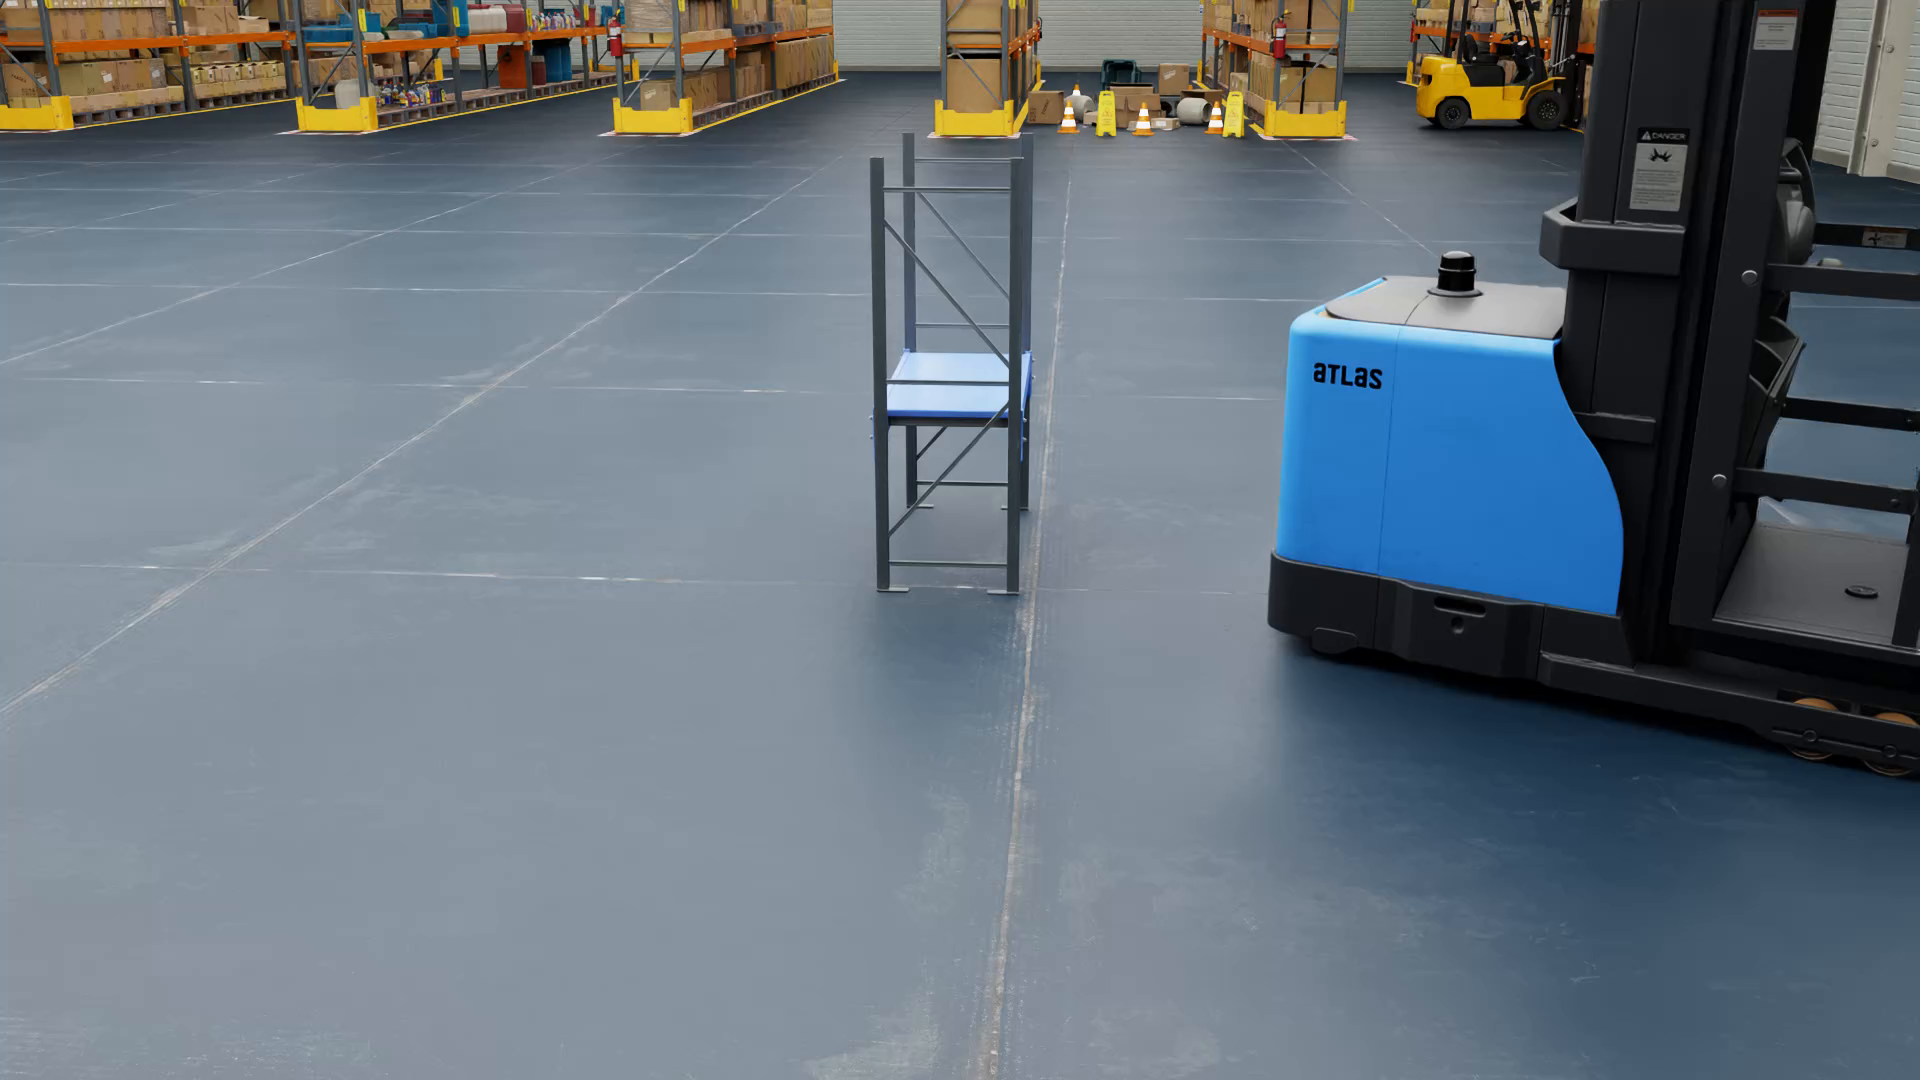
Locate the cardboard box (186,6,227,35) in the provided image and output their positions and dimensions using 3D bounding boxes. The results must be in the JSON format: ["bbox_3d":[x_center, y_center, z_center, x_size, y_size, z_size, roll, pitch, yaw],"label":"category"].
[{"bbox_3d":[-14.173,-9.771,31.264,0.500,0.500,0.500,1,18,4],"label":"cardboard box"}]

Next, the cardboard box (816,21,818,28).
[{"bbox_3d":[-3.439,-11.718,37.770,0.380,0.149,0.250,1,18,3],"label":"cardboard box"}]

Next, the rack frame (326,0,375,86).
[{"bbox_3d":[-13.745,-11.650,37.161,1.000,3.000,0.127,1,18,4],"label":"rack frame"}]

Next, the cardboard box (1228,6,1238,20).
[{"bbox_3d":[5.515,-10.287,32.438,0.500,0.250,0.500,1,18,4],"label":"cardboard box"}]

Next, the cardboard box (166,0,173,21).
[{"bbox_3d":[-18.631,-12.071,37.962,0.980,0.700,0.700,2,18,5],"label":"cardboard box"}]

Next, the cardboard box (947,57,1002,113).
[{"bbox_3d":[0.198,-6.961,25.588,0.875,0.875,0.875,1,18,4],"label":"cardboard box"}]

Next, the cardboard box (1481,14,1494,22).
[{"bbox_3d":[10.349,-10.148,32.304,0.380,0.149,0.250,2,18,5],"label":"cardboard box"}]

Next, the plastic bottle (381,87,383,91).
[{"bbox_3d":[-9.916,-7.622,28.523,0.061,0.283,0.133,2,18,6],"label":"plastic bottle"}]

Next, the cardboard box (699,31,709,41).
[{"bbox_3d":[-4.262,-8.129,26.817,0.380,0.149,0.250,1,18,4],"label":"cardboard box"}]

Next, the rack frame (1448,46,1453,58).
[{"bbox_3d":[10.972,-11.097,35.473,1.000,3.000,0.127,1,18,4],"label":"rack frame"}]

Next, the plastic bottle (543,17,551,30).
[{"bbox_3d":[-8.638,-10.795,34.751,0.152,0.276,0.135,1,18,4],"label":"plastic bottle"}]

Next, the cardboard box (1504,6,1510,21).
[{"bbox_3d":[10.372,-9.733,30.749,0.500,0.250,0.500,2,18,6],"label":"cardboard box"}]

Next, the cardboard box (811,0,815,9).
[{"bbox_3d":[-3.532,-12.150,37.246,0.500,0.500,0.500,1,18,4],"label":"cardboard box"}]

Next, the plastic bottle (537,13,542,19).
[{"bbox_3d":[-8.784,-10.842,34.773,0.144,0.351,0.185,1,18,4],"label":"plastic bottle"}]

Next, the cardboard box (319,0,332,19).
[{"bbox_3d":[-13.810,-11.347,35.402,0.700,0.500,0.500,-3,18,-10],"label":"cardboard box"}]

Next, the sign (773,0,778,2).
[{"bbox_3d":[-3.609,-10.689,32.496,0.100,0.325,0.005,1,18,4],"label":"sign"}]

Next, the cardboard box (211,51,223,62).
[{"bbox_3d":[-18.385,-11.639,40.466,0.700,0.500,0.500,1,18,4],"label":"cardboard box"}]

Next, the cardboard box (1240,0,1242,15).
[{"bbox_3d":[5.409,-9.891,30.480,0.500,0.500,0.500,2,18,5],"label":"cardboard box"}]

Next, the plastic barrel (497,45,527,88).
[{"bbox_3d":[-9.073,-9.617,33.766,0.600,0.830,0.708,1,18,4],"label":"plastic barrel"}]

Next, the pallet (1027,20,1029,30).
[{"bbox_3d":[0.890,-10.568,34.167,1.003,0.211,1.213,1,18,4],"label":"pallet"}]

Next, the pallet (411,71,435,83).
[{"bbox_3d":[-13.519,-11.296,40.559,1.003,0.211,1.213,1,18,4],"label":"pallet"}]

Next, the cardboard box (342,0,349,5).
[{"bbox_3d":[-13.967,-12.336,37.487,0.500,0.500,0.500,1,18,4],"label":"cardboard box"}]

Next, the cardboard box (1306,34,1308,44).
[{"bbox_3d":[5.395,-7.540,25.021,0.380,0.149,0.250,2,18,5],"label":"cardboard box"}]

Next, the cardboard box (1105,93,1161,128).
[{"bbox_3d":[2.761,-6.896,26.660,0.797,0.503,0.637,-13,22,-34],"label":"cardboard box"}]

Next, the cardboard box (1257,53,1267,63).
[{"bbox_3d":[5.015,-7.822,26.972,0.380,0.149,0.250,2,18,7],"label":"cardboard box"}]

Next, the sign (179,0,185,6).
[{"bbox_3d":[-13.764,-9.603,29.395,0.100,0.325,0.005,1,18,4],"label":"sign"}]

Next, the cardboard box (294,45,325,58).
[{"bbox_3d":[-14.094,-10.573,35.975,0.500,0.250,0.500,1,18,4],"label":"cardboard box"}]

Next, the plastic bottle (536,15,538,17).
[{"bbox_3d":[-9.266,-11.338,36.394,0.061,0.283,0.133,1,18,4],"label":"plastic bottle"}]

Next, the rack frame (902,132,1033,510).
[{"bbox_3d":[0.030,-0.844,6.590,0.500,1.500,0.032,1,18,4],"label":"rack frame"}]

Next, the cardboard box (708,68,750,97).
[{"bbox_3d":[-4.279,-8.476,30.783,0.700,0.500,0.500,0,18,-1],"label":"cardboard box"}]

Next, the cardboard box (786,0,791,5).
[{"bbox_3d":[-3.962,-11.541,35.055,0.797,0.503,0.637,1,18,5],"label":"cardboard box"}]

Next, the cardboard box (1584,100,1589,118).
[{"bbox_3d":[9.875,-6.571,25.399,0.500,0.250,0.500,1,18,4],"label":"cardboard box"}]

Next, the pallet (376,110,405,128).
[{"bbox_3d":[-9.642,-6.764,26.725,1.003,0.211,1.213,1,18,4],"label":"pallet"}]

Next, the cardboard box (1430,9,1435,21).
[{"bbox_3d":[10.873,-11.801,37.385,0.500,0.250,0.500,1,18,2],"label":"cardboard box"}]

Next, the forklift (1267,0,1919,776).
[{"bbox_3d":[2.526,-0.946,4.602,3.031,2.935,1.130,10,21,29],"label":"forklift"}]

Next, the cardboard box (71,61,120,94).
[{"bbox_3d":[-14.288,-7.645,27.475,0.500,0.500,0.500,1,18,4],"label":"cardboard box"}]

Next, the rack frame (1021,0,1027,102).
[{"bbox_3d":[0.789,-10.044,32.258,1.000,3.000,0.127,1,18,4],"label":"rack frame"}]

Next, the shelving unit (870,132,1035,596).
[{"bbox_3d":[-0.006,-0.686,6.109,0.538,1.500,1.048,1,18,4],"label":"shelving unit"}]

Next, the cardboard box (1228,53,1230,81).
[{"bbox_3d":[5.934,-9.644,33.776,0.875,0.875,0.875,2,18,5],"label":"cardboard box"}]

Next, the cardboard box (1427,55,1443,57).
[{"bbox_3d":[10.882,-10.737,37.713,0.500,0.500,0.500,2,18,5],"label":"cardboard box"}]

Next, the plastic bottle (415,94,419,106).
[{"bbox_3d":[-9.185,-7.416,28.024,0.097,0.201,0.097,0,18,0],"label":"plastic bottle"}]

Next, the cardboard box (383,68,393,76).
[{"bbox_3d":[-13.447,-10.908,38.738,0.380,0.166,0.250,1,18,4],"label":"cardboard box"}]

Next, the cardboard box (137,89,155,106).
[{"bbox_3d":[-14.200,-7.599,28.539,0.500,0.250,0.500,1,18,4],"label":"cardboard box"}]

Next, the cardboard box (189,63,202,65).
[{"bbox_3d":[-14.466,-8.930,31.700,0.500,0.311,0.500,1,18,3],"label":"cardboard box"}]

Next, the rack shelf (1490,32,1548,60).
[{"bbox_3d":[10.542,-8.892,29.898,1.077,0.370,4.000,1,18,4],"label":"rack shelf"}]

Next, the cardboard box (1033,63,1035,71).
[{"bbox_3d":[1.521,-10.856,38.164,0.380,0.149,0.250,1,18,4],"label":"cardboard box"}]

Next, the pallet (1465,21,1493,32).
[{"bbox_3d":[10.820,-10.368,33.555,1.003,0.211,1.213,1,18,4],"label":"pallet"}]

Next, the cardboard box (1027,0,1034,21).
[{"bbox_3d":[1.363,-11.623,36.440,0.500,0.500,0.500,1,18,3],"label":"cardboard box"}]

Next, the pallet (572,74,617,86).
[{"bbox_3d":[-8.705,-10.823,39.114,1.003,0.211,1.213,1,18,4],"label":"pallet"}]

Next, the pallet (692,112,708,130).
[{"bbox_3d":[-4.625,-6.651,26.383,1.003,0.211,1.213,1,18,4],"label":"pallet"}]

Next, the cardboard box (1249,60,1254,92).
[{"bbox_3d":[5.135,-7.794,27.930,0.500,0.500,0.500,2,18,7],"label":"cardboard box"}]

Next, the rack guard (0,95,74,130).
[{"bbox_3d":[-14.607,-6.728,26.154,1.175,0.500,0.348,1,18,4],"label":"rack guard"}]

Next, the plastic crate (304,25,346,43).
[{"bbox_3d":[-9.927,-7.903,25.964,0.499,0.251,0.616,1,18,4],"label":"plastic crate"}]

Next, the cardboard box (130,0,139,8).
[{"bbox_3d":[-14.199,-9.116,28.225,0.380,0.149,0.250,1,18,4],"label":"cardboard box"}]

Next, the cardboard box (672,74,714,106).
[{"bbox_3d":[-4.540,-7.654,28.304,0.500,0.500,0.500,7,20,21],"label":"cardboard box"}]
